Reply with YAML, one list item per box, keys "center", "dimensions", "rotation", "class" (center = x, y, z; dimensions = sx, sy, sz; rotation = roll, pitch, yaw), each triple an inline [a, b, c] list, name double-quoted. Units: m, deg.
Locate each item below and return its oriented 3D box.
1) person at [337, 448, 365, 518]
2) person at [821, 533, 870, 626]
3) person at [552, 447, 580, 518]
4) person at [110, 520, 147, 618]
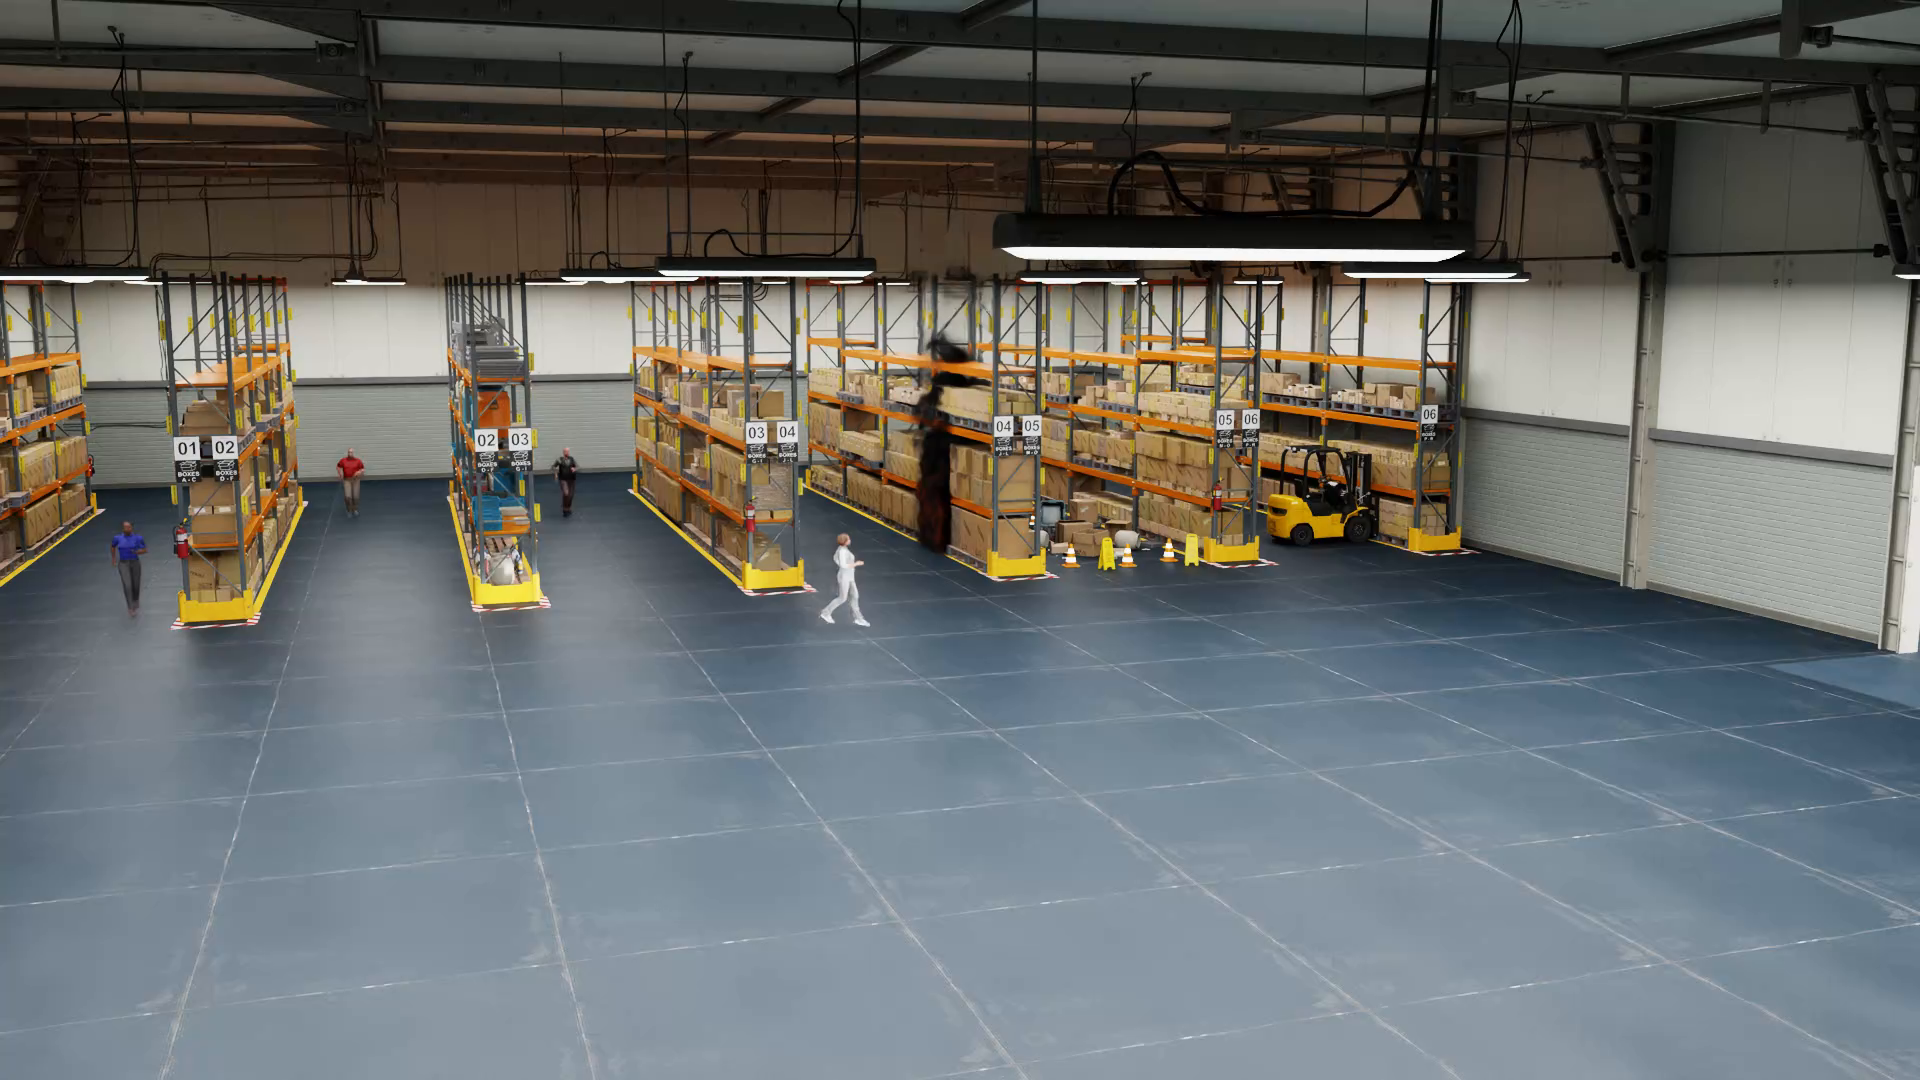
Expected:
- center: [-15.319, -1.406, 41.876]
  dimensions: [0.650, 1.802, 0.671]
  rotation: [-4, 9, -24]
  class: "person"
- center: [-1.946, 0.675, 28.151]
  dimensions: [0.844, 1.596, 0.538]
  rotation: [1, 9, 4]
  class: "person"
- center: [-9.921, -1.450, 42.005]
  dimensions: [0.624, 1.780, 0.752]
  rotation: [-5, 10, -30]
  class: "person"
- center: [-14.627, 0.475, 29.297]
  dimensions: [0.549, 1.661, 0.915]
  rotation: [-5, 10, -29]
  class: "person"
